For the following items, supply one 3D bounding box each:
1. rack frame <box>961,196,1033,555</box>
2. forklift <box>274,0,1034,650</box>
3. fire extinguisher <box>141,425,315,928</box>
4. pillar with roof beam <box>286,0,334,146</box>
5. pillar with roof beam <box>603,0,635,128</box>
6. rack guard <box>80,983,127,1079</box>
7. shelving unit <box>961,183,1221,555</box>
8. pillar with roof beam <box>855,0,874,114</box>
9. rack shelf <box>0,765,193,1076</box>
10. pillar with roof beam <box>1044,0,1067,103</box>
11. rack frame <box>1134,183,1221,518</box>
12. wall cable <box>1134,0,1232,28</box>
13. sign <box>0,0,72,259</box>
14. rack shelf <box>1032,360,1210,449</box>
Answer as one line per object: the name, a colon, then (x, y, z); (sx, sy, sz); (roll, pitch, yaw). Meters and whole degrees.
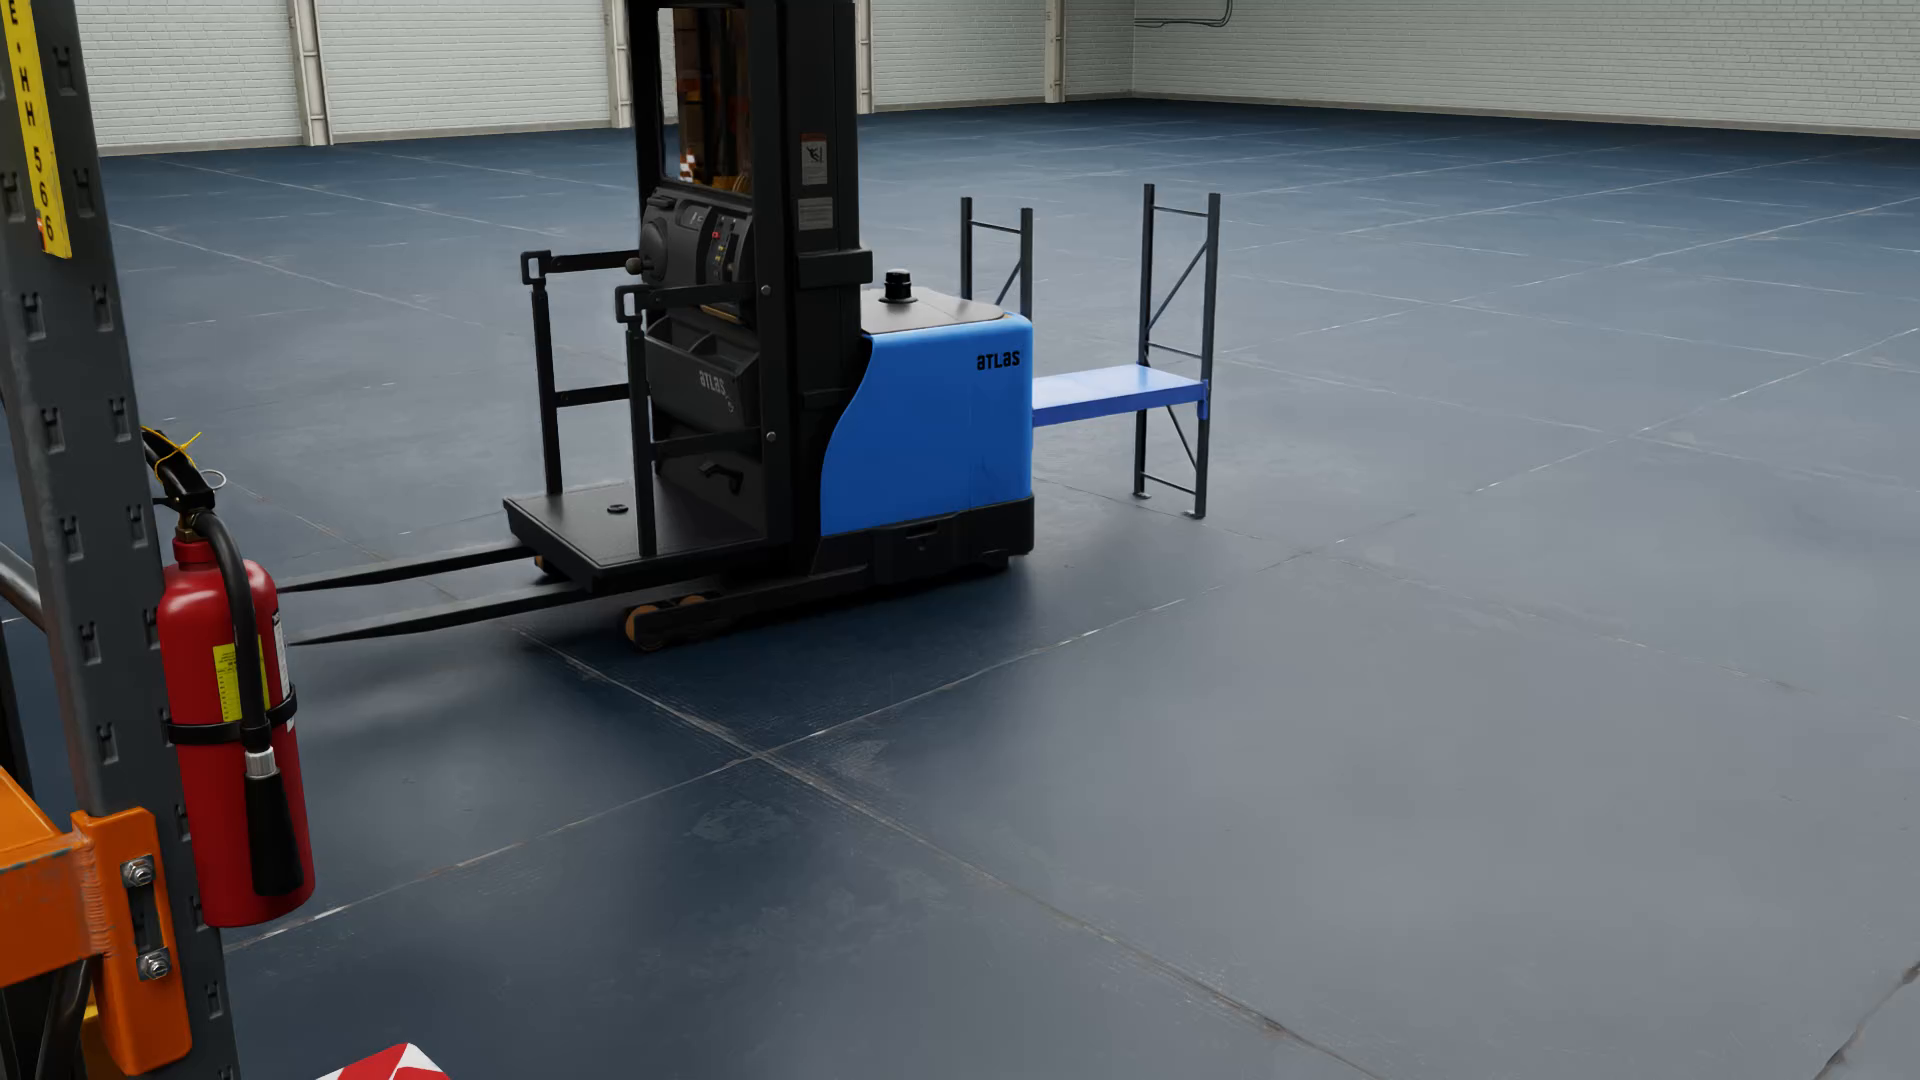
rack frame: (0.152, -0.713, 7.251); (0.032, 1.500, 0.500); (-11, 21, -31)
forklift: (-1.198, -1.168, 6.333); (3.031, 2.935, 1.130); (-11, 21, -31)
fire extinguisher: (-0.982, 0.177, 2.202); (0.183, 0.674, 0.296); (-16, 24, -41)
pillar with roof beam: (-7.860, -9.979, 23.671); (0.400, 9.000, 9.100); (-16, 24, -41)
pillar with roof beam: (-3.501, -11.250, 27.593); (0.400, 9.000, 9.100); (-16, 24, -41)
rack guard: (-1.370, 1.245, 2.835); (0.348, 0.500, 1.175); (-16, 24, -41)
shelving unit: (0.579, -0.798, 7.514); (1.048, 1.500, 0.538); (-11, 21, -31)
pillar with roof beam: (0.859, -12.521, 31.514); (0.400, 9.000, 9.100); (-16, 24, -41)
rack shelf: (-2.840, 0.827, 1.238); (4.000, 0.370, 1.077); (-16, 24, -41)
pillar with roof beam: (5.219, -13.793, 35.435); (0.400, 9.000, 9.100); (-16, 24, -41)
rack frame: (1.005, -0.883, 7.777); (0.032, 1.500, 0.500); (-11, 21, -31)
wall cable: (5.310, -13.608, 39.901); (0.112, 2.526, 3.097); (-16, 24, -41)
sign: (-1.025, -0.478, 1.835); (0.005, 0.325, 0.100); (-16, 24, -41)
rack shelf: (0.579, -0.627, 7.570); (1.000, 0.185, 0.538); (-11, 21, -31)
